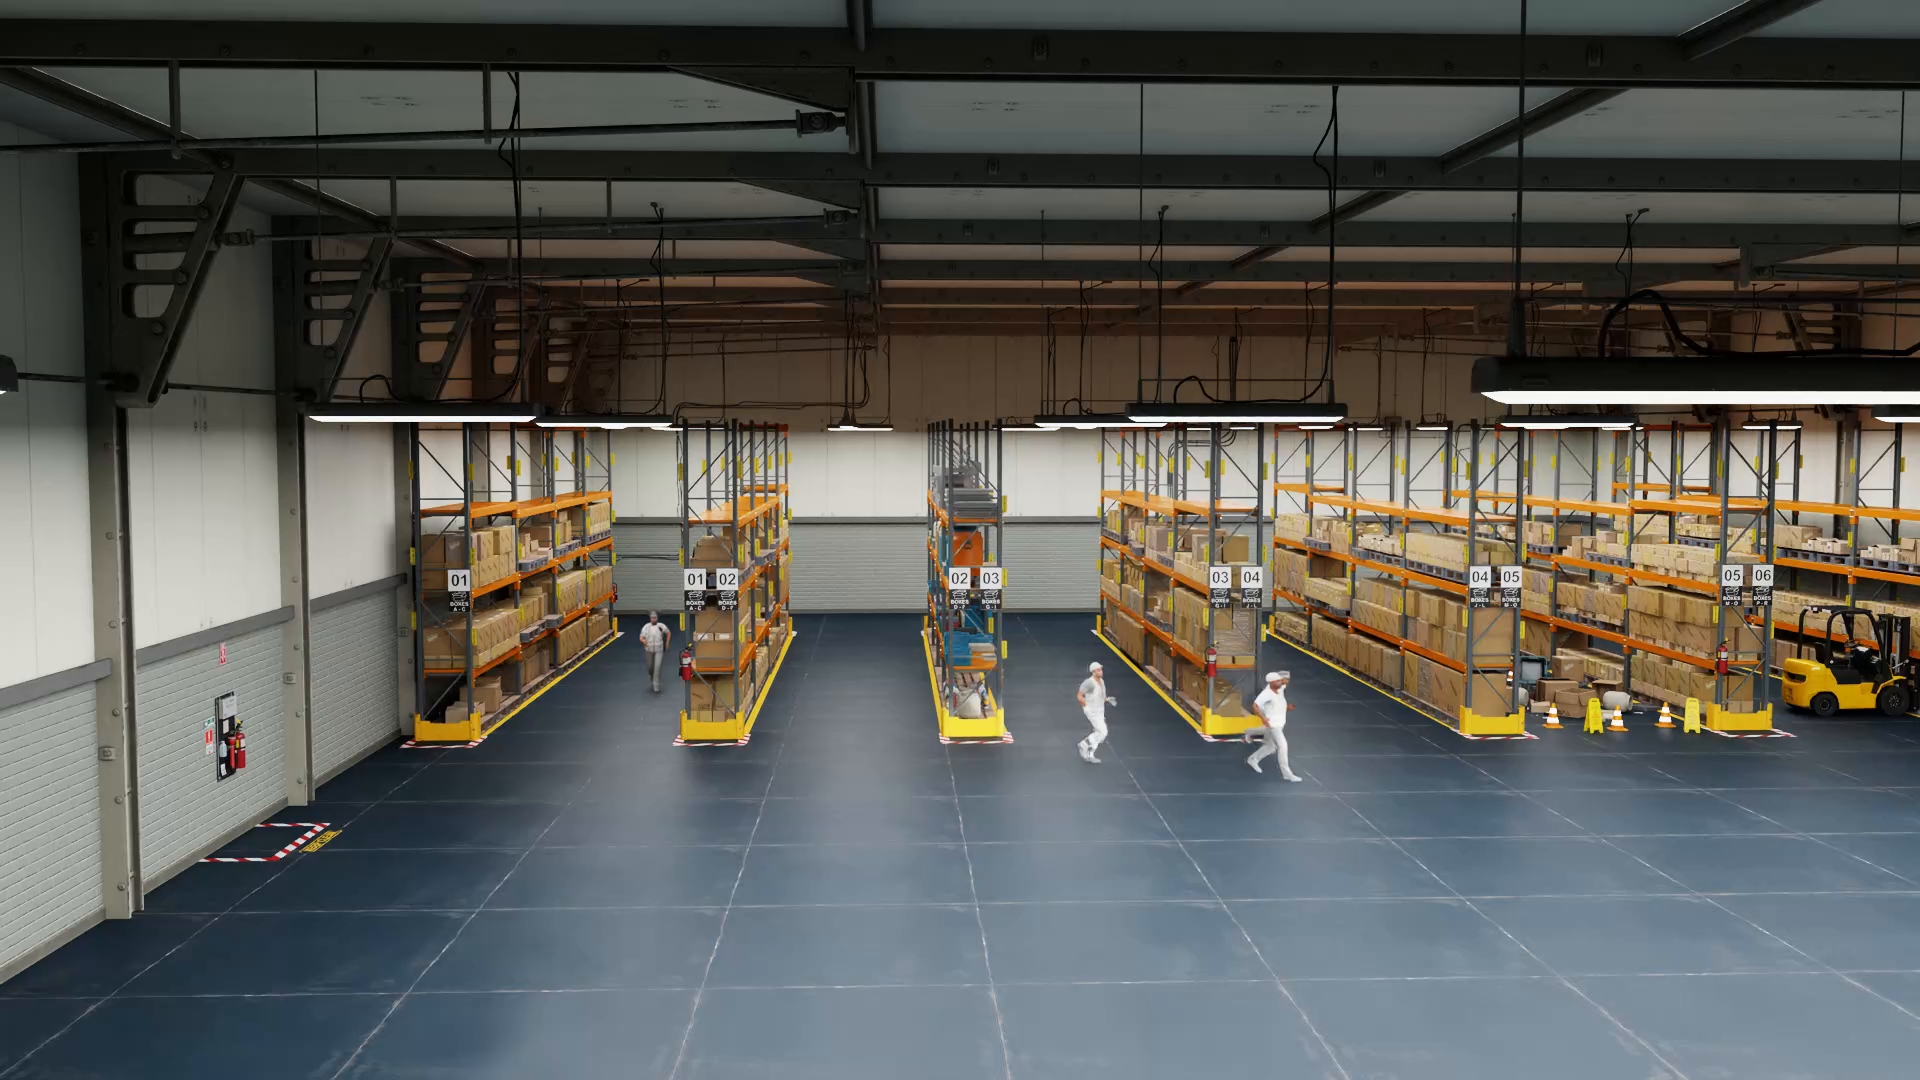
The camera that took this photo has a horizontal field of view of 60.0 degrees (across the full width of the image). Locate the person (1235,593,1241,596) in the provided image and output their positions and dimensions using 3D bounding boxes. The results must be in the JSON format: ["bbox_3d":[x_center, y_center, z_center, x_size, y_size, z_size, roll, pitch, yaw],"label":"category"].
[{"bbox_3d":[7.698,1.847,47.374,0.723,1.686,0.631,0,4,5],"label":"person"}]

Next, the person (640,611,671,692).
[{"bbox_3d":[-6.824,2.472,37.230,0.677,1.752,0.965,0,4,-6],"label":"person"}]

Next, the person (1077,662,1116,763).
[{"bbox_3d":[2.393,2.996,28.917,0.607,1.749,0.637,2,4,31],"label":"person"}]

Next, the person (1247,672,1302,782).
[{"bbox_3d":[5.184,3.055,27.427,0.990,1.750,0.701,2,4,29],"label":"person"}]

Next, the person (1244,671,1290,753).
[{"bbox_3d":[5.538,3.077,29.948,0.895,1.511,0.582,3,5,40],"label":"person"}]
